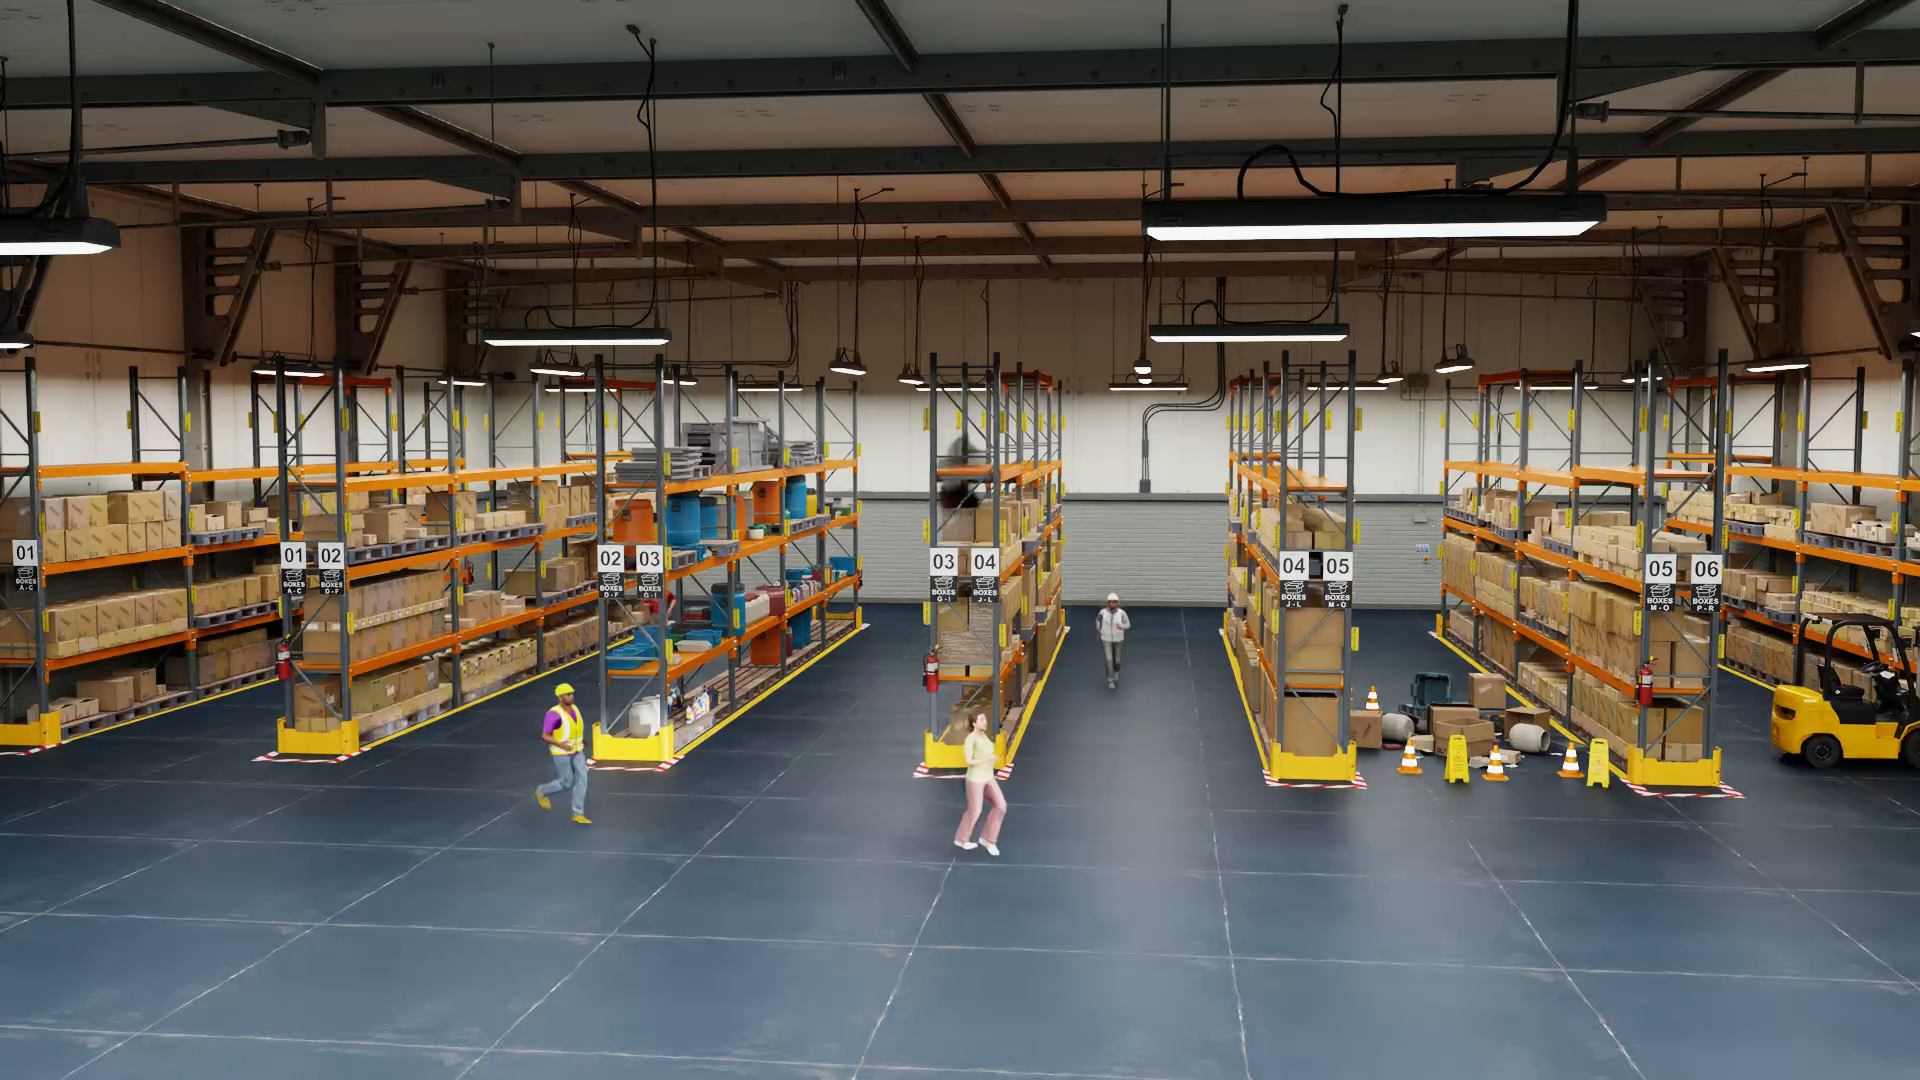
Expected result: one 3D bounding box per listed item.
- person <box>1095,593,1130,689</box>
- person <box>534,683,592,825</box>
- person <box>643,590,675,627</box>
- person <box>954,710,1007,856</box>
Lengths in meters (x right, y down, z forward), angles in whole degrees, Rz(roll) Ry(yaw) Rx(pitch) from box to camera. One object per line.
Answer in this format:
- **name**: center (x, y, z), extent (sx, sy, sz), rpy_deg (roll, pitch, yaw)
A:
- **person**: center (2.877, 1.879, 31.318), extent (0.657, 1.757, 0.952), rpy_deg (0, 4, 4)
- **person**: center (-4.951, 2.668, 20.844), extent (0.850, 1.757, 0.699), rpy_deg (2, 5, 30)
- **person**: center (-6.319, 1.690, 34.857), extent (0.640, 1.781, 0.727), rpy_deg (0, 4, -1)
- **person**: center (0.228, 2.810, 19.231), extent (0.670, 1.705, 0.558), rpy_deg (3, 5, 36)
